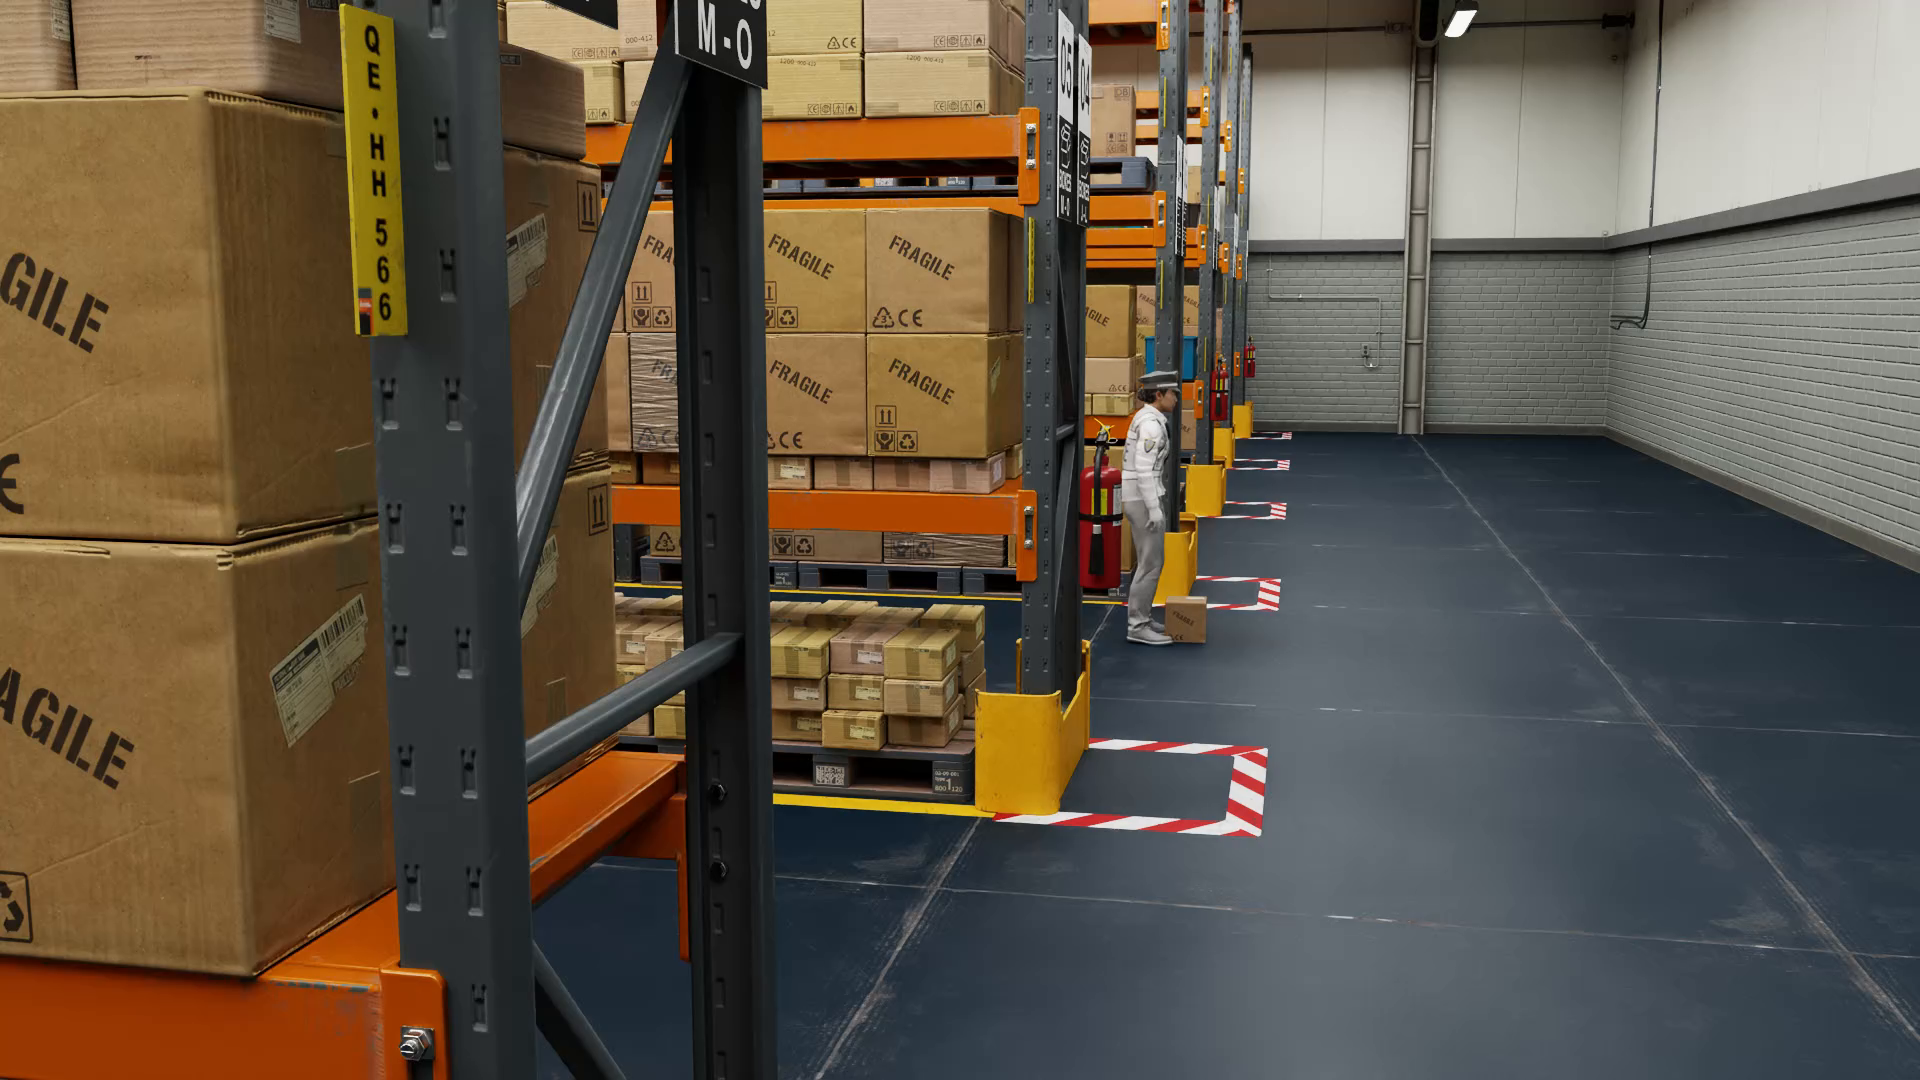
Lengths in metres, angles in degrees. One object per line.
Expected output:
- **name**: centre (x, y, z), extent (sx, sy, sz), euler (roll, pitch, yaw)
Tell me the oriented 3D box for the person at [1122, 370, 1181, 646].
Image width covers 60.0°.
- **person**: centre (1.173, -0.214, 10.305), extent (0.369, 1.667, 0.547), euler (1, 8, 8)
